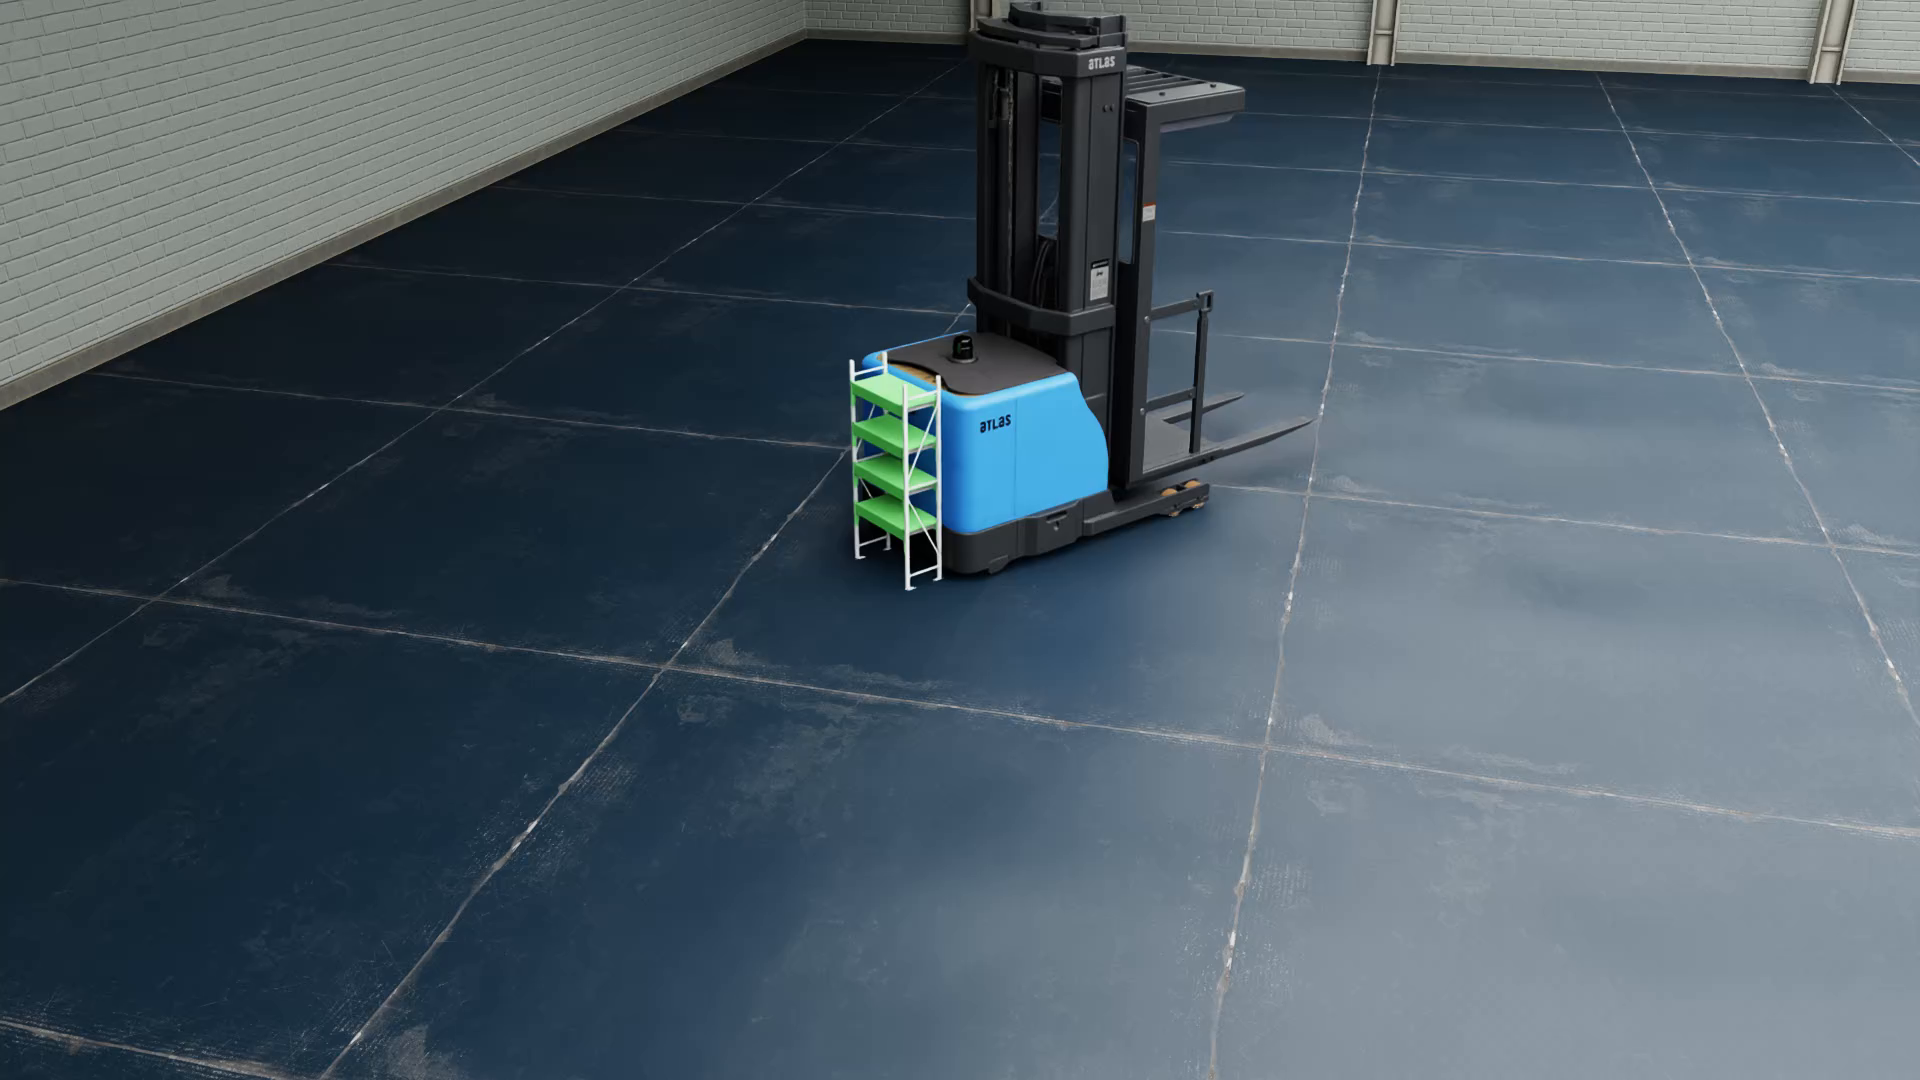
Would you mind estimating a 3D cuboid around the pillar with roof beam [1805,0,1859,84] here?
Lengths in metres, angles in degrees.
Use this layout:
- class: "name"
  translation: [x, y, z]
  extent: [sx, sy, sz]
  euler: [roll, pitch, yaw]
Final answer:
- class: "pillar with roof beam"
  translation: [10.934, -8.647, 17.444]
  extent: [0.400, 9.000, 9.100]
  euler: [6, 26, 13]

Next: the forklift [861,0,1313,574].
- class: "forklift"
  translation: [0.904, -1.627, 9.758]
  extent: [3.031, 2.935, 1.130]
  euler: [-18, 31, -33]

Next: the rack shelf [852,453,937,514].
- class: "rack shelf"
  translation: [-0.352, -0.319, 9.174]
  extent: [0.258, 0.148, 0.480]
  euler: [-18, 31, -34]

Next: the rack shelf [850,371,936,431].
- class: "rack shelf"
  translation: [-0.352, -0.753, 8.968]
  extent: [0.258, 0.148, 0.480]
  euler: [-18, 31, -34]

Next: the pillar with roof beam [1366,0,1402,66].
- class: "pillar with roof beam"
  translation: [5.123, -9.290, 18.794]
  extent: [0.400, 9.000, 9.100]
  euler: [6, 26, 13]

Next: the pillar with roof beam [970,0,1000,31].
- class: "pillar with roof beam"
  translation: [-0.688, -9.932, 20.143]
  extent: [0.400, 9.000, 9.100]
  euler: [6, 26, 13]

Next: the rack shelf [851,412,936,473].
- class: "rack shelf"
  translation: [-0.352, -0.536, 9.071]
  extent: [0.258, 0.148, 0.480]
  euler: [-18, 31, -34]

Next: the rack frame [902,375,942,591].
- class: "rack frame"
  translation: [-0.202, -0.294, 8.972]
  extent: [0.240, 1.200, 0.015]
  euler: [-18, 31, -34]

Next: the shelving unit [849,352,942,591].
- class: "shelving unit"
  translation: [-0.352, -0.377, 9.146]
  extent: [0.258, 1.200, 0.503]
  euler: [-18, 31, -34]

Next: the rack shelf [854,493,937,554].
- class: "rack shelf"
  translation: [-0.352, -0.103, 9.277]
  extent: [0.258, 0.148, 0.480]
  euler: [-18, 31, -34]

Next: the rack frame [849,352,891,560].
- class: "rack frame"
  translation: [-0.501, -0.460, 9.321]
  extent: [0.240, 1.200, 0.015]
  euler: [-18, 31, -34]
